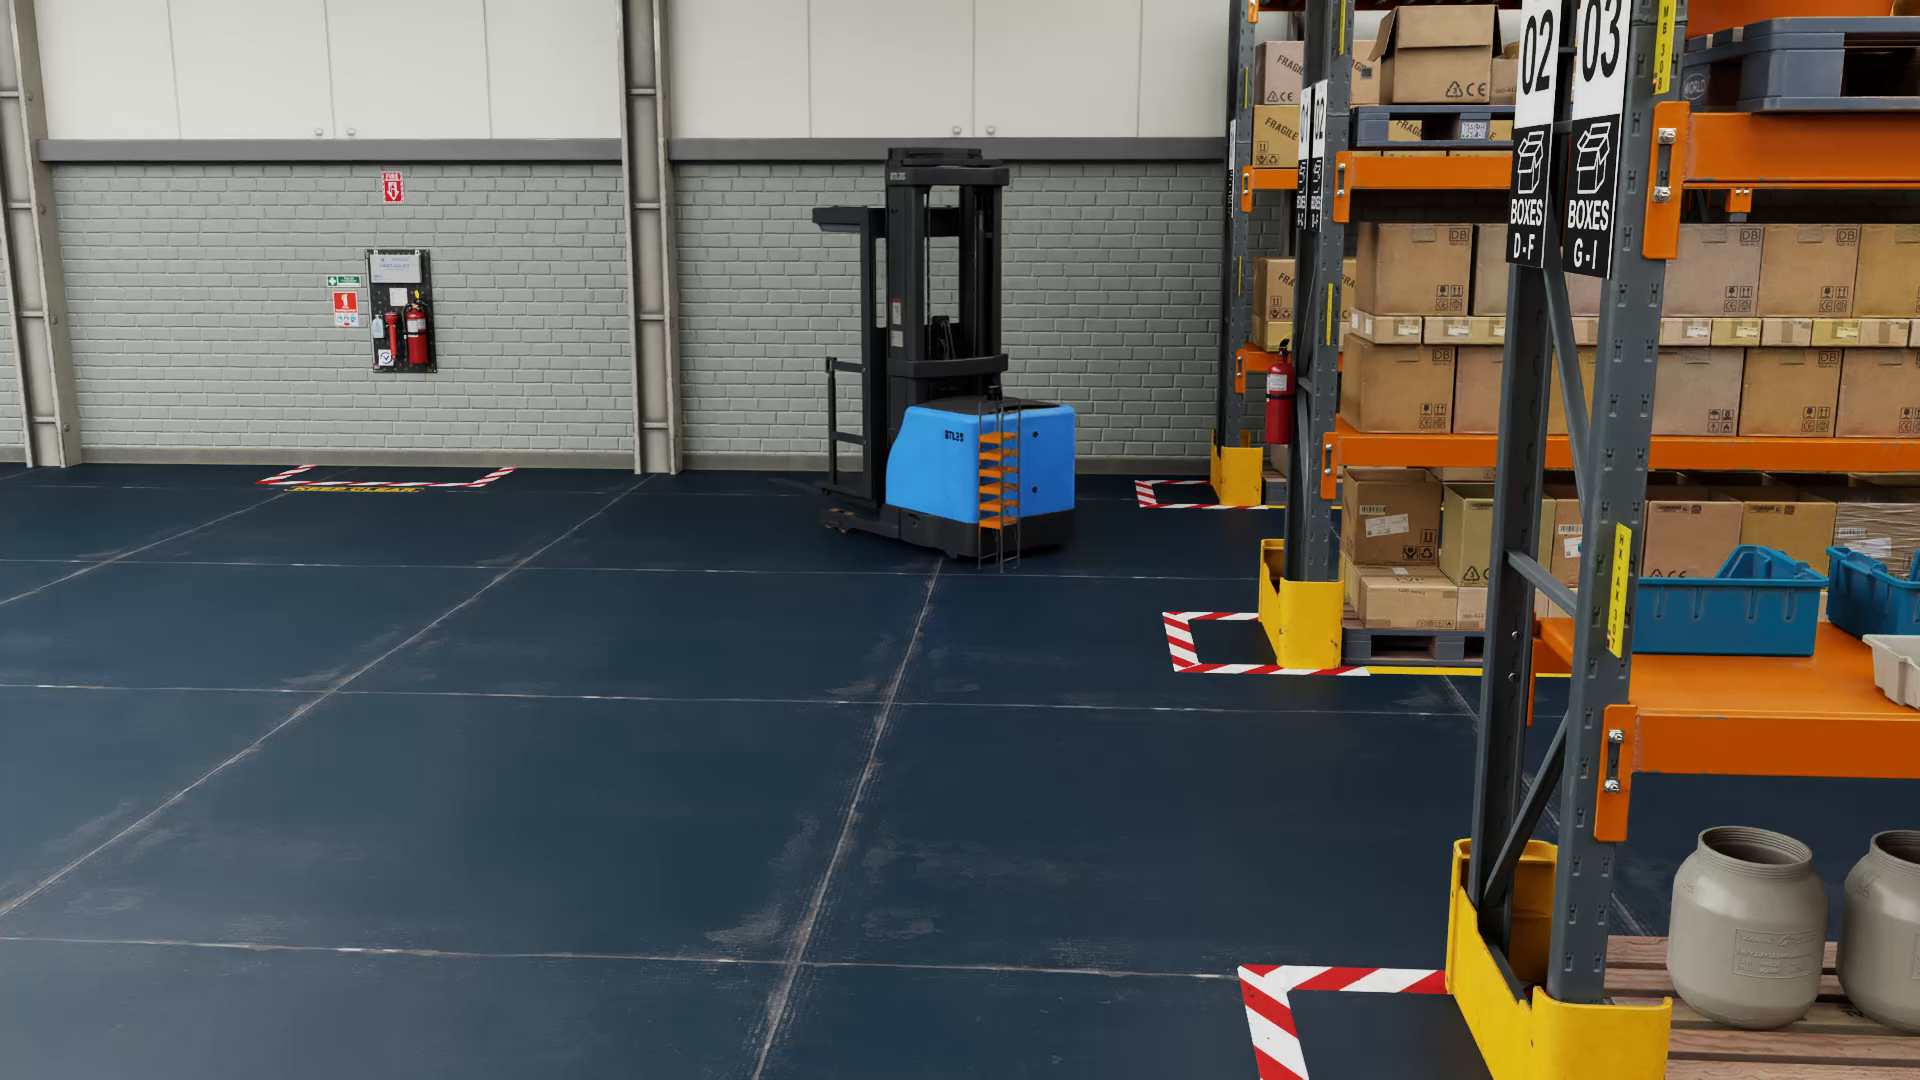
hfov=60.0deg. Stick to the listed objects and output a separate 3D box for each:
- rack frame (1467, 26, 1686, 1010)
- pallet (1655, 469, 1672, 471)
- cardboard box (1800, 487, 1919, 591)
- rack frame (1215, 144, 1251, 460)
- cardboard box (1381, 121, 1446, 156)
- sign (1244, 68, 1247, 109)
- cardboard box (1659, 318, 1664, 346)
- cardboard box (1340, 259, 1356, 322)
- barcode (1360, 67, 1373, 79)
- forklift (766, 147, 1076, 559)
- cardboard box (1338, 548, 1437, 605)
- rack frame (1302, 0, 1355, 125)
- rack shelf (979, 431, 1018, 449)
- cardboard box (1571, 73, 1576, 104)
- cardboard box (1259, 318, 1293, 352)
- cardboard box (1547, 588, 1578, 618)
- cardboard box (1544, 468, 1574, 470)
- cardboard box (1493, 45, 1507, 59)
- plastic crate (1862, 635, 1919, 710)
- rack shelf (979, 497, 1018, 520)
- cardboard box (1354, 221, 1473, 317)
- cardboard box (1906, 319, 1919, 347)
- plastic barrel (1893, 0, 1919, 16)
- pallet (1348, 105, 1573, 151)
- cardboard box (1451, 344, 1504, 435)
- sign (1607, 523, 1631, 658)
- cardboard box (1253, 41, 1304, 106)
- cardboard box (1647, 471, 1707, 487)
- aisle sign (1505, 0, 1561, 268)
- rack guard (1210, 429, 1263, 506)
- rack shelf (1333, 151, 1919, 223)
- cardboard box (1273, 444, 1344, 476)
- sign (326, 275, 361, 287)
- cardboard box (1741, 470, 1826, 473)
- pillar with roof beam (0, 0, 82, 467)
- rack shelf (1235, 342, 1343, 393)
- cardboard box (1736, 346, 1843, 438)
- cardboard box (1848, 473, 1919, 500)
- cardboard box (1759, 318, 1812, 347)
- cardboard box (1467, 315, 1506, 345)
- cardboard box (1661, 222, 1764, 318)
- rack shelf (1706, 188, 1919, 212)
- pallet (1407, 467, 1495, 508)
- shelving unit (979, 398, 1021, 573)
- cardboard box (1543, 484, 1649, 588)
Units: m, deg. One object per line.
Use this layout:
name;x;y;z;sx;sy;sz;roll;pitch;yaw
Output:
rack frame;1.691;0.149;4.731;0.127;3.000;1.000;1;12;4
pallet;5.672;-0.458;14.440;1.213;0.211;1.003;1;12;4
cardboard box;5.042;-0.006;9.329;0.500;0.500;0.500;1;12;4
rack frame;2.353;-1.875;14.406;0.127;3.000;1.000;1;12;4
cardboard box;3.722;-3.326;13.721;0.500;0.500;0.500;1;12;6
sign;2.317;-3.660;13.480;0.005;0.325;0.100;1;12;4
cardboard box;3.688;-1.163;9.173;0.250;0.149;0.380;1;12;3
cardboard box;3.302;-2.102;13.976;0.500;0.500;0.500;1;12;4
barcode;2.359;-2.710;9.653;0.075;0.075;0.001;1;12;4
forklift;-0.448;-1.544;12.992;1.130;2.935;3.031;-9;15;-38
cardboard box;2.581;0.224;10.060;0.500;0.250;0.500;1;12;4
rack frame;2.026;-3.800;8.954;0.127;3.000;1.000;1;12;4
rack shelf;0.278;-0.692;11.606;0.180;0.103;0.258;8;14;34
cardboard box;3.188;-2.430;8.980;0.250;0.149;0.380;1;12;4
cardboard box;2.819;-1.740;14.078;0.500;0.250;0.500;0;12;2
cardboard box;3.544;0.343;9.492;0.500;0.250;0.500;1;12;4
cardboard box;5.306;-0.818;14.384;0.500;0.500;0.500;0;12;-1
cardboard box;4.338;-3.914;14.093;0.500;0.500;0.500;1;12;4
plastic crate;2.563;0.356;4.385;0.250;0.136;0.298;1;12;4
rack shelf;0.278;-0.223;11.705;0.180;0.103;0.258;8;14;34
cardboard box;2.544;-1.537;9.379;0.500;0.500;0.700;1;12;4
cardboard box;5.224;-1.142;9.071;0.250;0.149;0.380;0;12;2
plastic barrel;2.837;-1.627;4.411;0.600;0.588;0.600;0;12;0
pallet;2.730;-2.273;9.199;1.213;0.211;1.003;1;12;4
cardboard box;3.015;-0.897;9.485;0.500;0.500;0.700;1;12;5
sign;1.650;0.126;4.166;0.005;0.325;0.100;1;12;4
cardboard box;2.722;-3.837;13.722;0.500;0.500;0.500;0;12;0
cardboard box;4.079;-0.126;9.900;0.500;0.500;0.500;1;12;4
aisle sign;1.639;-1.185;4.760;0.004;0.787;0.394;1;12;4
rack guard;2.429;-0.651;14.657;0.348;0.500;1.175;1;12;4
rack shelf;4.022;-1.952;9.204;4.000;0.370;1.077;1;12;4
cardboard box;3.038;-0.747;14.503;0.500;0.311;0.500;-1;12;-3
sign;-5.881;-2.470;15.867;0.331;0.109;0.001;1;12;4
cardboard box;7.080;-0.806;14.324;0.500;0.500;0.700;1;12;6
pillar with roof beam;-9.151;-4.263;11.172;0.400;9.000;9.100;1;12;4
rack shelf;4.349;-1.496;14.349;4.000;0.370;1.077;1;12;4
cardboard box;4.547;-0.876;9.384;0.500;0.500;0.700;1;12;5
cardboard box;5.575;-0.105;9.804;0.500;0.500;0.500;1;12;4
cardboard box;4.465;-1.152;9.123;0.250;0.149;0.380;1;12;5
cardboard box;2.916;-1.173;9.223;0.250;0.149;0.380;1;12;4
cardboard box;4.072;-1.518;9.285;0.500;0.500;0.700;1;12;4
rack shelf;8.340;-2.909;13.780;4.000;0.370;1.077;1;12;4
pallet;4.451;-0.474;14.517;1.213;0.211;1.003;1;12;4
shelving unit;0.278;-0.383;11.671;0.189;1.200;0.258;8;14;34
cardboard box;3.545;-0.026;9.427;0.500;0.500;0.500;1;12;4
